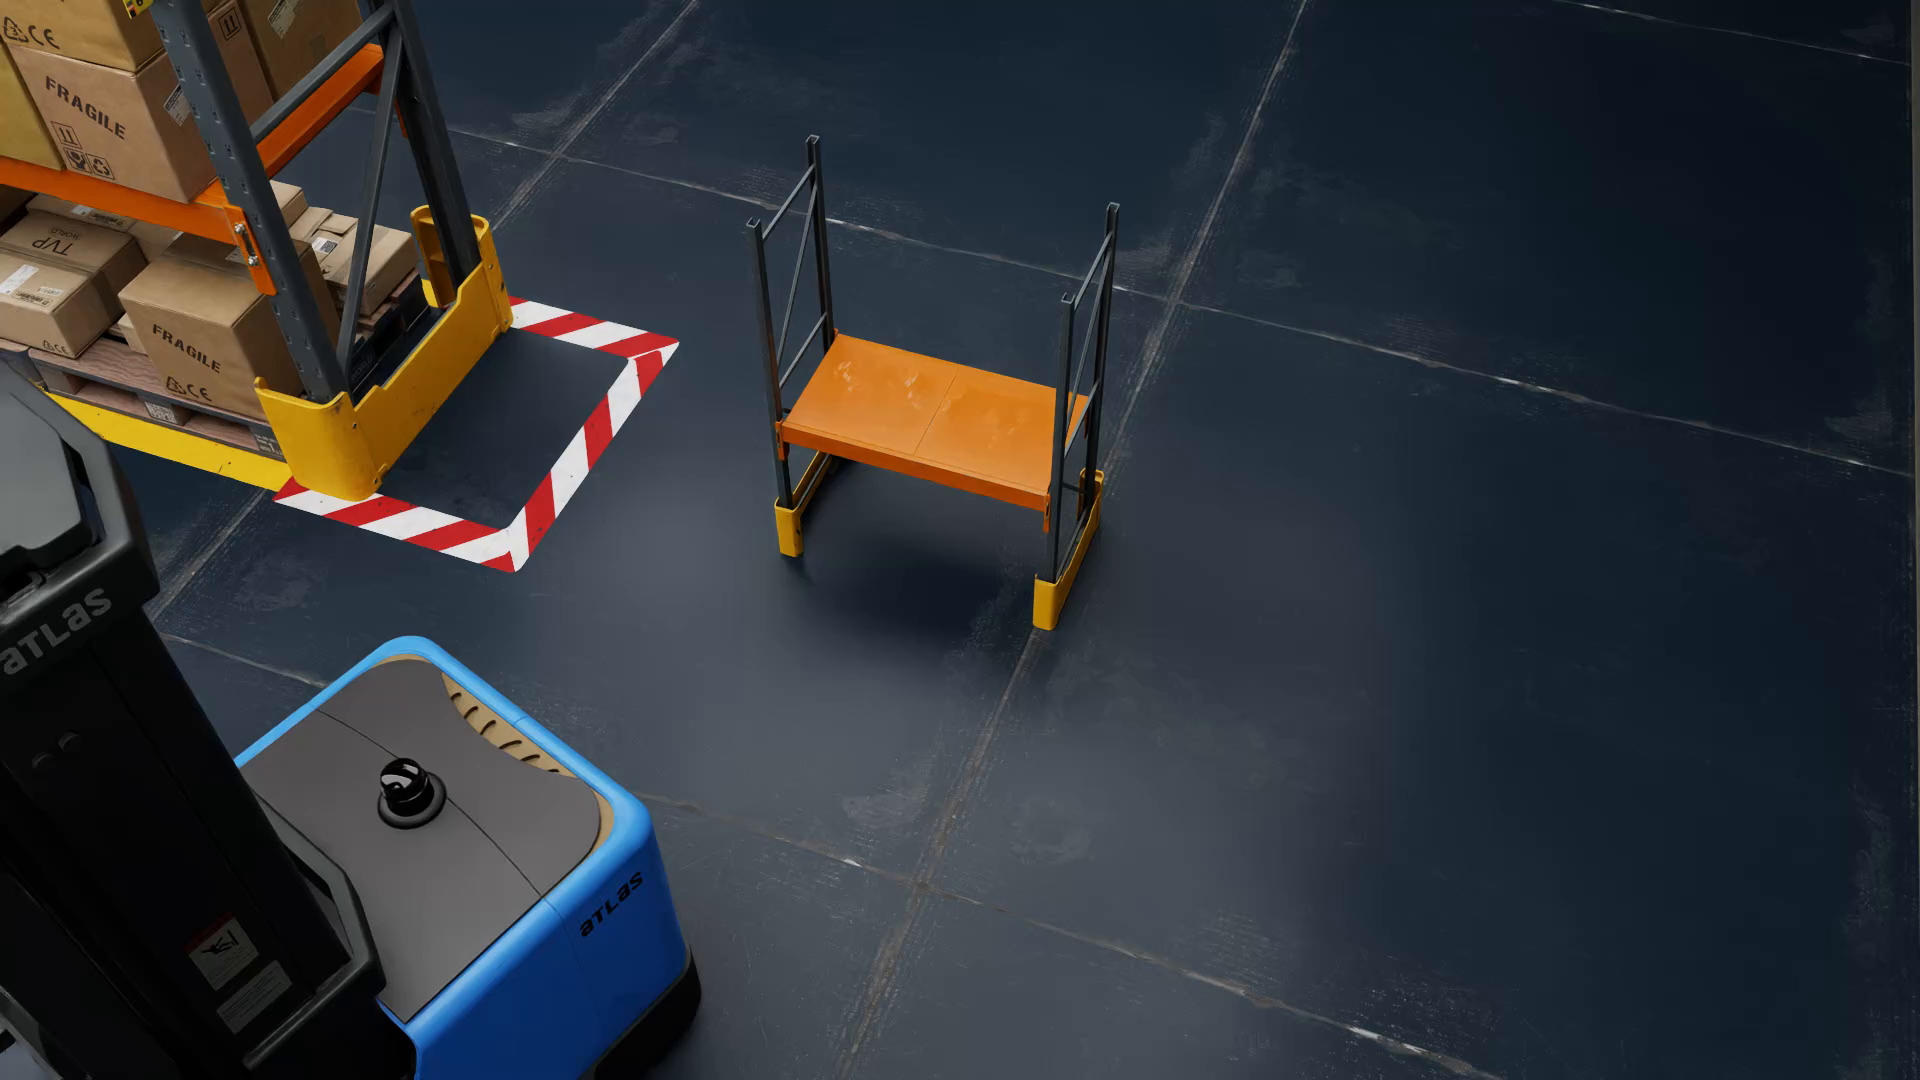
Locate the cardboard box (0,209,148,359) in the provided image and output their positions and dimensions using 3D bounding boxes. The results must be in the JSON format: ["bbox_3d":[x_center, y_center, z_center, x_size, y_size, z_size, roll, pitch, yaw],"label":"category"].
[{"bbox_3d":[-3.645,-1.035,6.691,0.500,0.250,0.500,16,51,13],"label":"cardboard box"}]

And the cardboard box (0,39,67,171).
[{"bbox_3d":[-3.171,-1.645,5.624,0.500,0.500,0.500,16,51,13],"label":"cardboard box"}]

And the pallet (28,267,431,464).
[{"bbox_3d":[-2.988,-0.869,6.863,1.213,0.211,1.003,16,51,13],"label":"pallet"}]

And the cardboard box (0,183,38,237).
[{"bbox_3d":[-4.157,-1.440,6.874,0.637,0.503,0.797,16,51,13],"label":"cardboard box"}]

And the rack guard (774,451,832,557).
[{"bbox_3d":[-0.539,-0.232,6.286,0.087,0.250,0.587,16,51,13],"label":"rack guard"}]

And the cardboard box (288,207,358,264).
[{"bbox_3d":[-2.677,-1.189,6.879,0.250,0.166,0.380,16,51,13],"label":"cardboard box"}]

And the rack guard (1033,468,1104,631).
[{"bbox_3d":[0.396,0.029,6.060,0.087,0.250,0.587,16,51,13],"label":"rack guard"}]

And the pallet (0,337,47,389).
[{"bbox_3d":[-4.129,-1.189,7.141,1.213,0.211,1.003,16,51,13],"label":"pallet"}]

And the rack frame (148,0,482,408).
[{"bbox_3d":[-2.169,-1.554,5.612,0.127,3.000,1.000,16,51,13],"label":"rack frame"}]

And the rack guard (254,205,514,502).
[{"bbox_3d":[-2.240,-0.755,6.574,0.348,0.500,1.175,16,51,13],"label":"rack guard"}]

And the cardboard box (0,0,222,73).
[{"bbox_3d":[-2.681,-1.836,5.128,0.500,0.500,0.500,15,51,13],"label":"cardboard box"}]

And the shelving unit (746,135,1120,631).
[{"bbox_3d":[-0.072,-0.511,5.701,1.083,1.500,0.587,16,51,13],"label":"shelving unit"}]

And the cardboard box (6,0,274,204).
[{"bbox_3d":[-2.683,-1.511,5.509,0.500,0.500,0.500,17,51,14],"label":"cardboard box"}]

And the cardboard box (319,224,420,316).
[{"bbox_3d":[-2.442,-1.118,6.829,0.250,0.149,0.380,16,51,13],"label":"cardboard box"}]

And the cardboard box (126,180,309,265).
[{"bbox_3d":[-3.049,-1.272,6.896,0.500,0.250,0.500,16,51,13],"label":"cardboard box"}]

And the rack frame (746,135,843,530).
[{"bbox_3d":[-0.557,-0.647,5.818,0.032,1.500,0.500,16,51,13],"label":"rack frame"}]

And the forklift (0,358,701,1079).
[{"bbox_3d":[-2.089,1.080,3.374,1.130,2.935,3.031,31,56,24],"label":"forklift"}]

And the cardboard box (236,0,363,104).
[{"bbox_3d":[-2.493,-1.890,5.837,0.500,0.500,0.500,17,51,14],"label":"cardboard box"}]

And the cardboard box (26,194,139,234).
[{"bbox_3d":[-3.518,-1.403,7.009,0.500,0.250,0.500,16,51,13],"label":"cardboard box"}]

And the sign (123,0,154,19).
[{"bbox_3d":[-2.380,-1.649,4.719,0.005,0.325,0.100,16,51,13],"label":"sign"}]

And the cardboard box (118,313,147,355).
[{"bbox_3d":[-3.113,-0.908,6.636,0.250,0.166,0.380,16,51,13],"label":"cardboard box"}]

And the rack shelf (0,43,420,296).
[{"bbox_3d":[-4.045,-1.842,6.338,4.000,0.370,1.077,16,51,13],"label":"rack shelf"}]

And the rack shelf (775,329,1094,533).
[{"bbox_3d":[-0.080,-0.396,5.839,1.000,0.185,0.538,16,51,13],"label":"rack shelf"}]

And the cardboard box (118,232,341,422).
[{"bbox_3d":[-2.764,-0.847,6.362,0.500,0.500,0.500,16,51,13],"label":"cardboard box"}]

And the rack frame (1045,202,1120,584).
[{"bbox_3d":[0.397,-0.380,5.587,0.032,1.500,0.500,16,51,13],"label":"rack frame"}]
